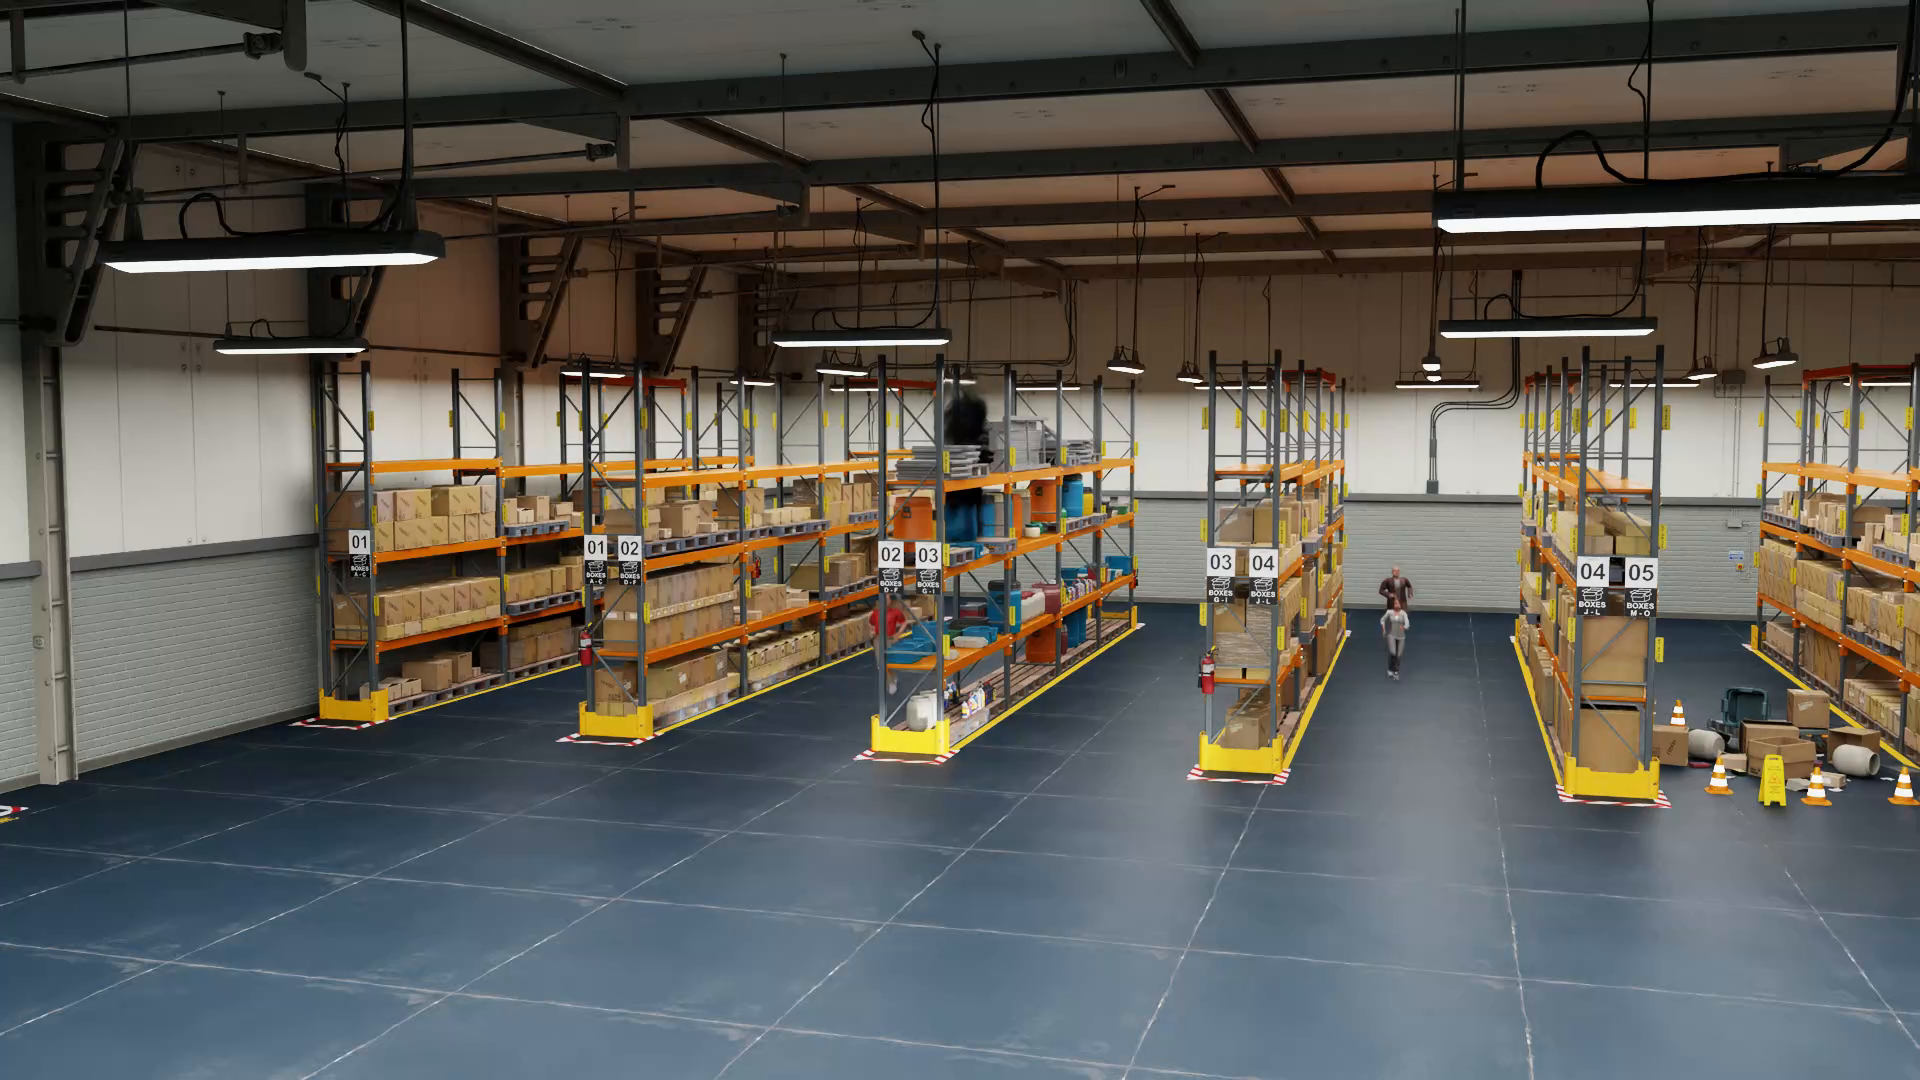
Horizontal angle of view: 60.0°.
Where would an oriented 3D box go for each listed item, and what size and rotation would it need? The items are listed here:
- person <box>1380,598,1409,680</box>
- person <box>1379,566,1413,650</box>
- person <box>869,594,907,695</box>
[{"bbox_3d":[8.400,1.909,32.079,0.506,1.586,0.656,0,4,5],"label":"person"},{"bbox_3d":[9.626,1.500,36.754,0.740,1.853,0.864,1,4,9],"label":"person"},{"bbox_3d":[-1.300,1.828,28.864,0.650,1.762,0.602,1,4,13],"label":"person"}]
